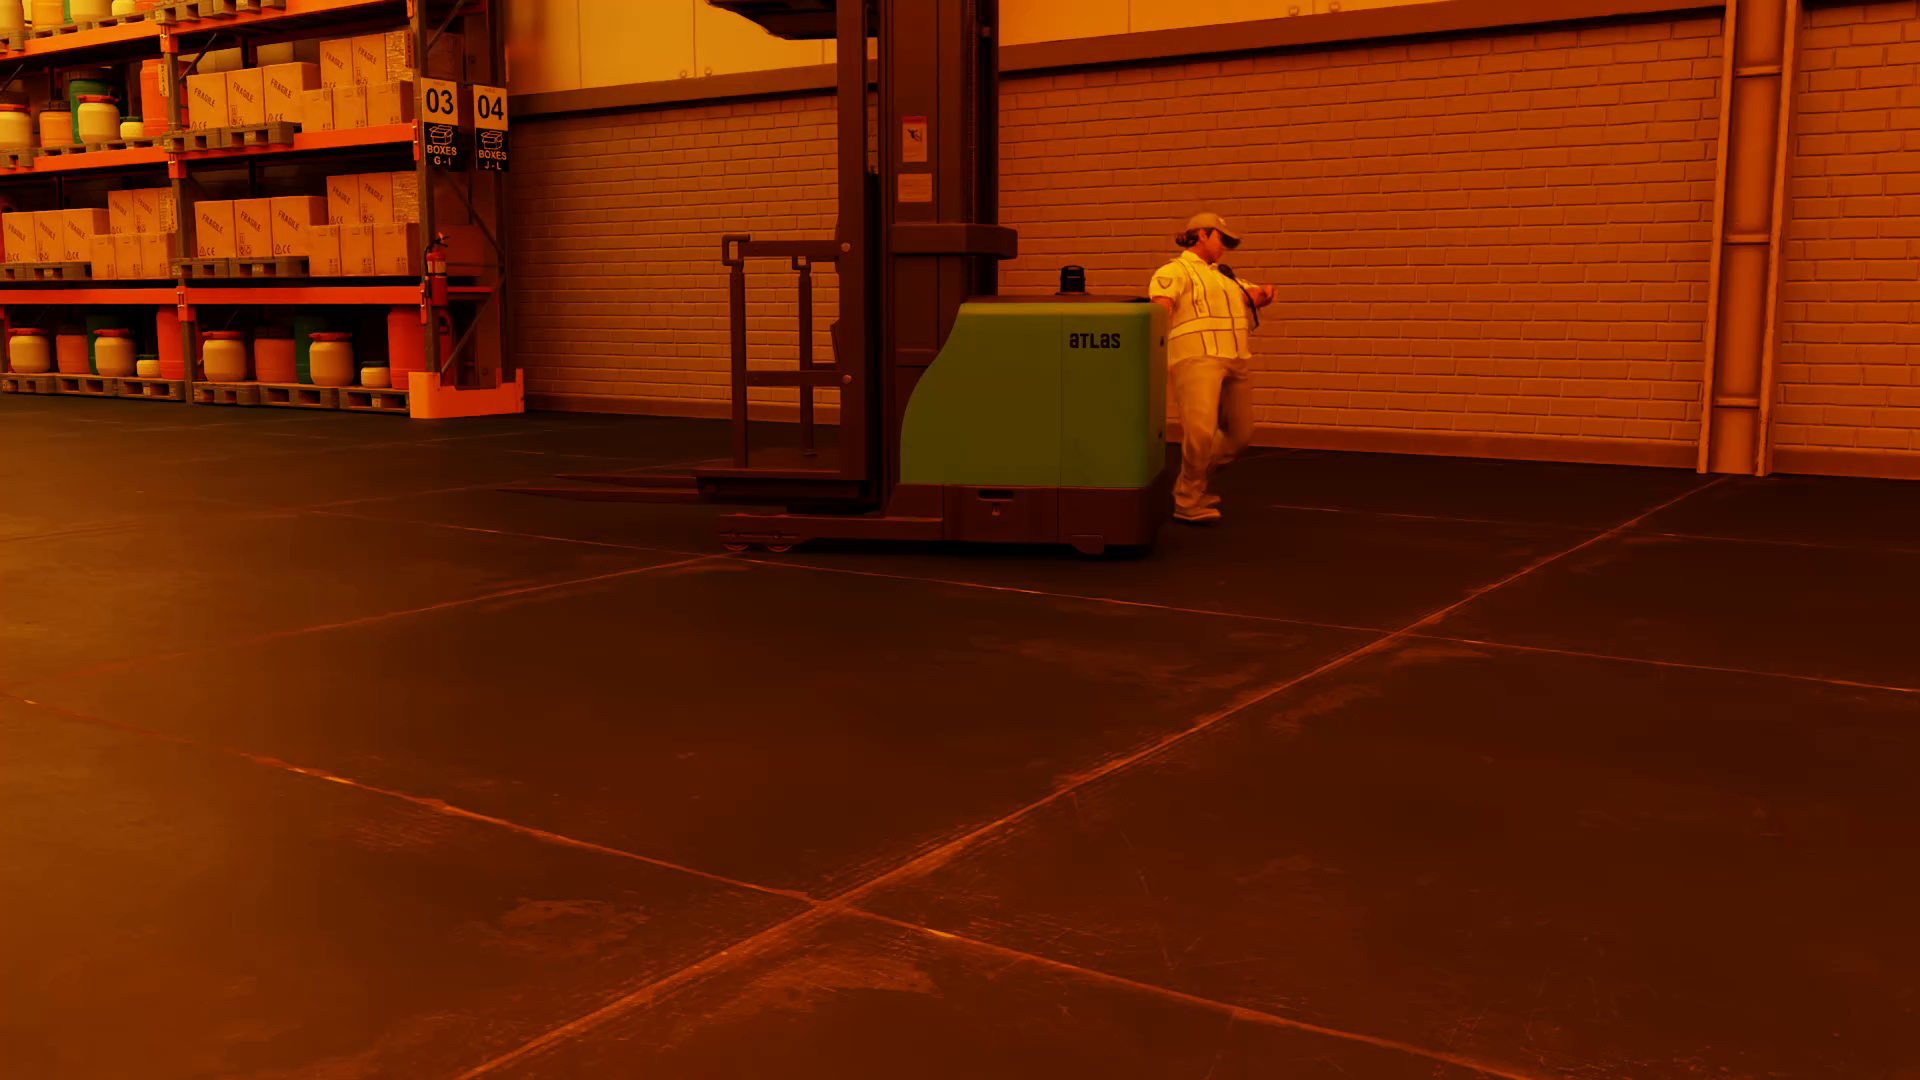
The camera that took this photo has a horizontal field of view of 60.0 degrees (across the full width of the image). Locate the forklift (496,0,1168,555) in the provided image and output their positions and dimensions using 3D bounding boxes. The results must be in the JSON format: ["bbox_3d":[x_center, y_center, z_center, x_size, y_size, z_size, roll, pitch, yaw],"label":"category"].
[{"bbox_3d":[-0.596,-1.469,7.520,3.031,2.935,1.130,2,8,12],"label":"forklift"}]

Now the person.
[{"bbox_3d":[1.210,-0.862,8.206,0.821,1.505,0.799,8,11,43],"label":"person"}]
